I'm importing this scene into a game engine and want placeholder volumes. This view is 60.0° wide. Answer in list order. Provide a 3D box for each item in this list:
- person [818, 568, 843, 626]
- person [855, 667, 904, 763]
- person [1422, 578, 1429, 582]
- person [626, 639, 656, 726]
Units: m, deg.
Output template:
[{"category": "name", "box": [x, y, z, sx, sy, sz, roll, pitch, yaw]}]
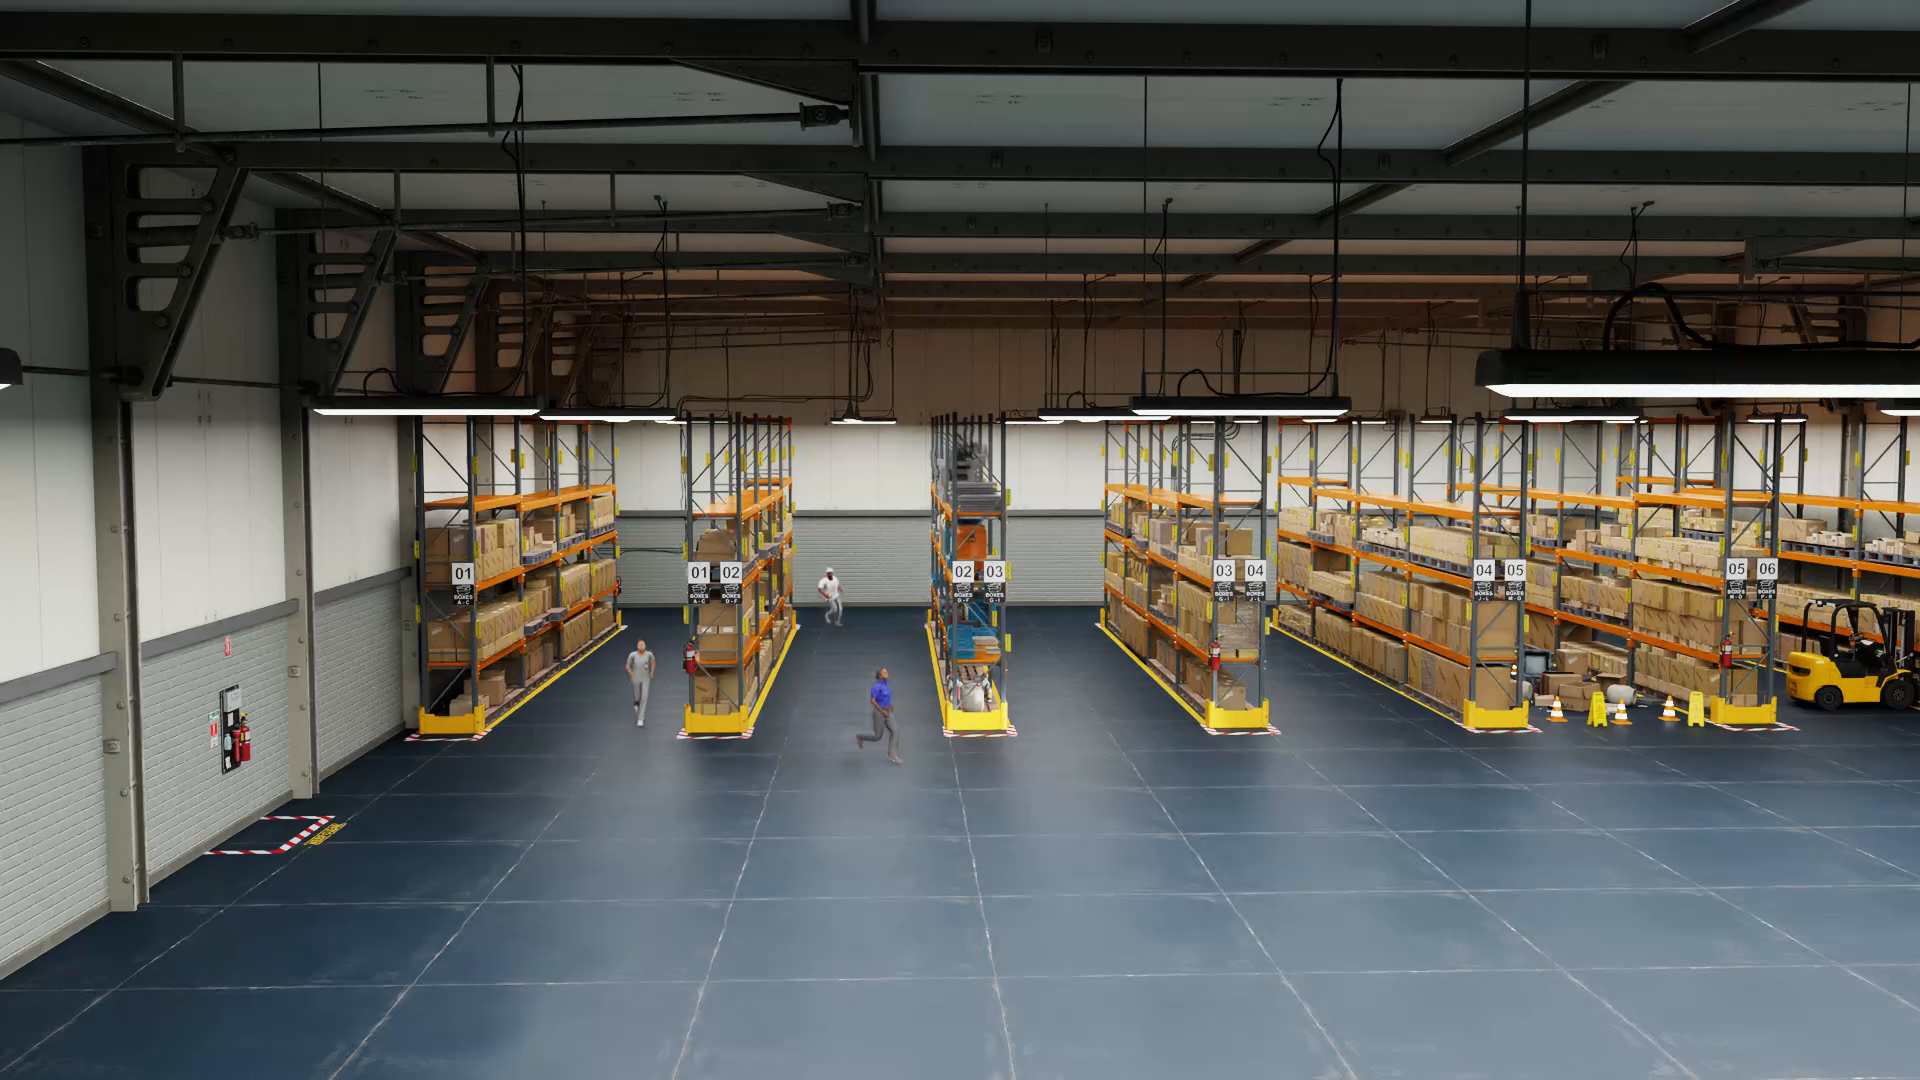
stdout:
[{"category": "person", "box": [-3.687, 1.639, 47.737, 0.702, 1.686, 0.561, -3, 5, -41]}, {"category": "person", "box": [-1.369, 3.000, 28.546, 0.892, 1.620, 0.564, 2, 4, 29]}, {"category": "person", "box": [12.219, 1.865, 43.921, 0.610, 1.693, 0.860, -1, 4, -8]}, {"category": "person", "box": [-6.172, 2.721, 32.190, 0.573, 1.644, 0.935, -1, 4, -15]}]
